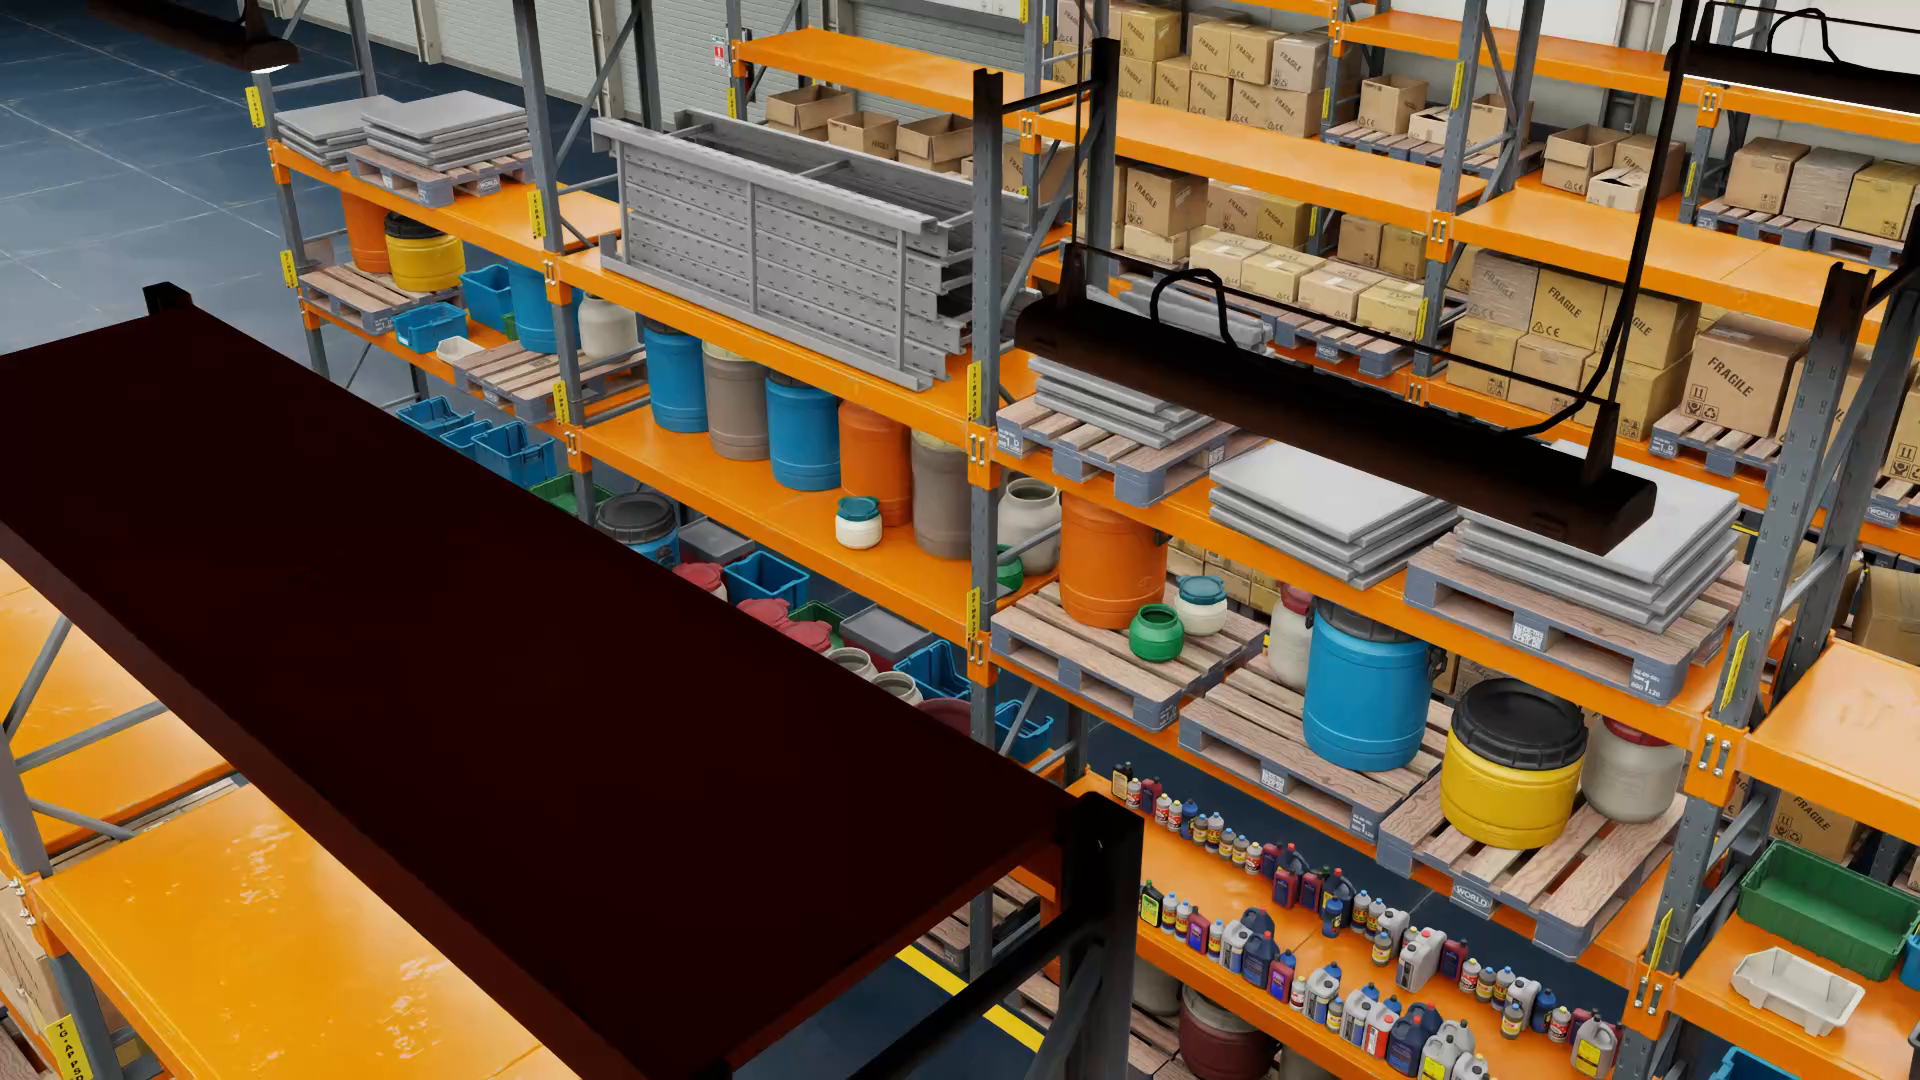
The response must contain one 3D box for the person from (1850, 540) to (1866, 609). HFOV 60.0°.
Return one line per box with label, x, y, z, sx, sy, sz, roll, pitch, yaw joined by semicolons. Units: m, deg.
person;7.045;0.540;13.581;0.521;1.680;0.485;-11;31;-19
